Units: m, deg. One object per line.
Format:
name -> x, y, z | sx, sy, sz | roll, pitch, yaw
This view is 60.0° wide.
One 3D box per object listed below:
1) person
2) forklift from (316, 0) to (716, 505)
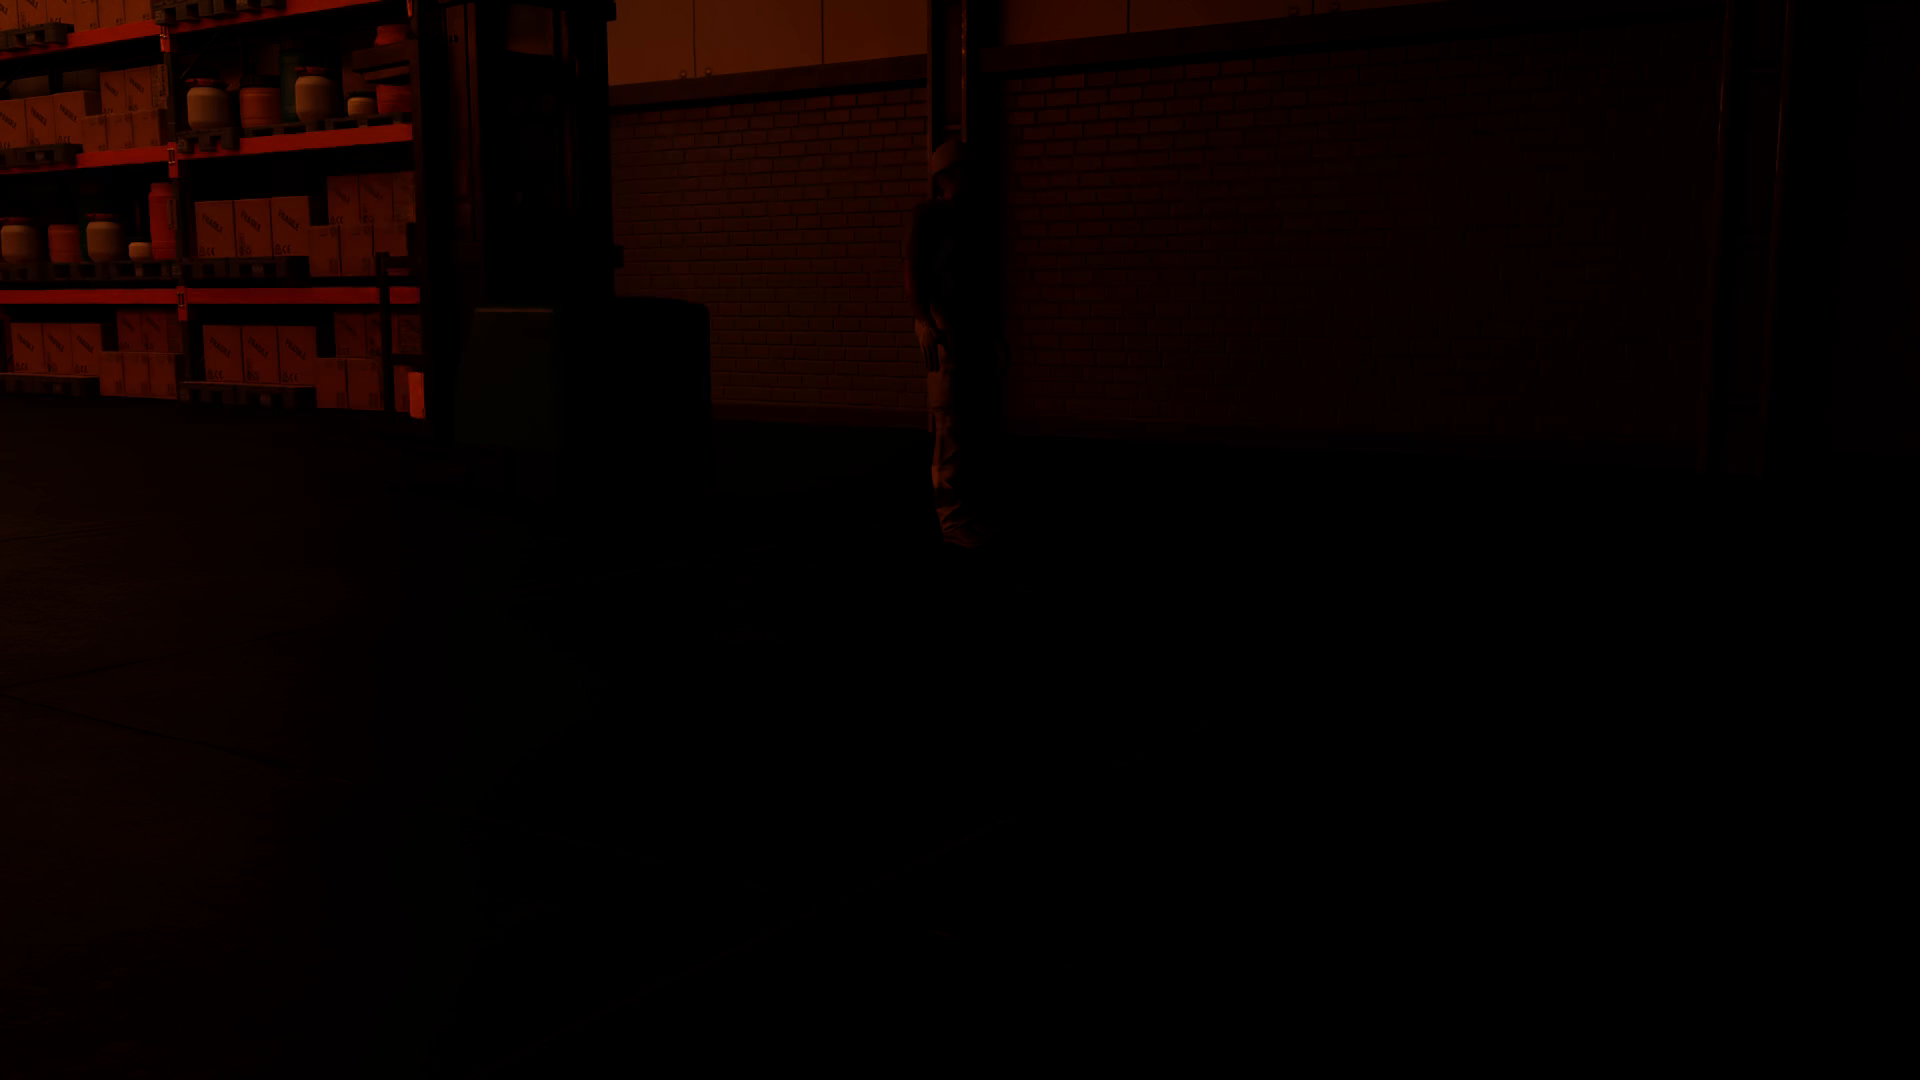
person -> 0.059, -0.885, 7.422 | 0.564, 1.787, 0.637 | 5, 10, 34
forklift -> -2.798, -1.785, 9.747 | 3.031, 2.935, 1.130 | 7, 11, 42
